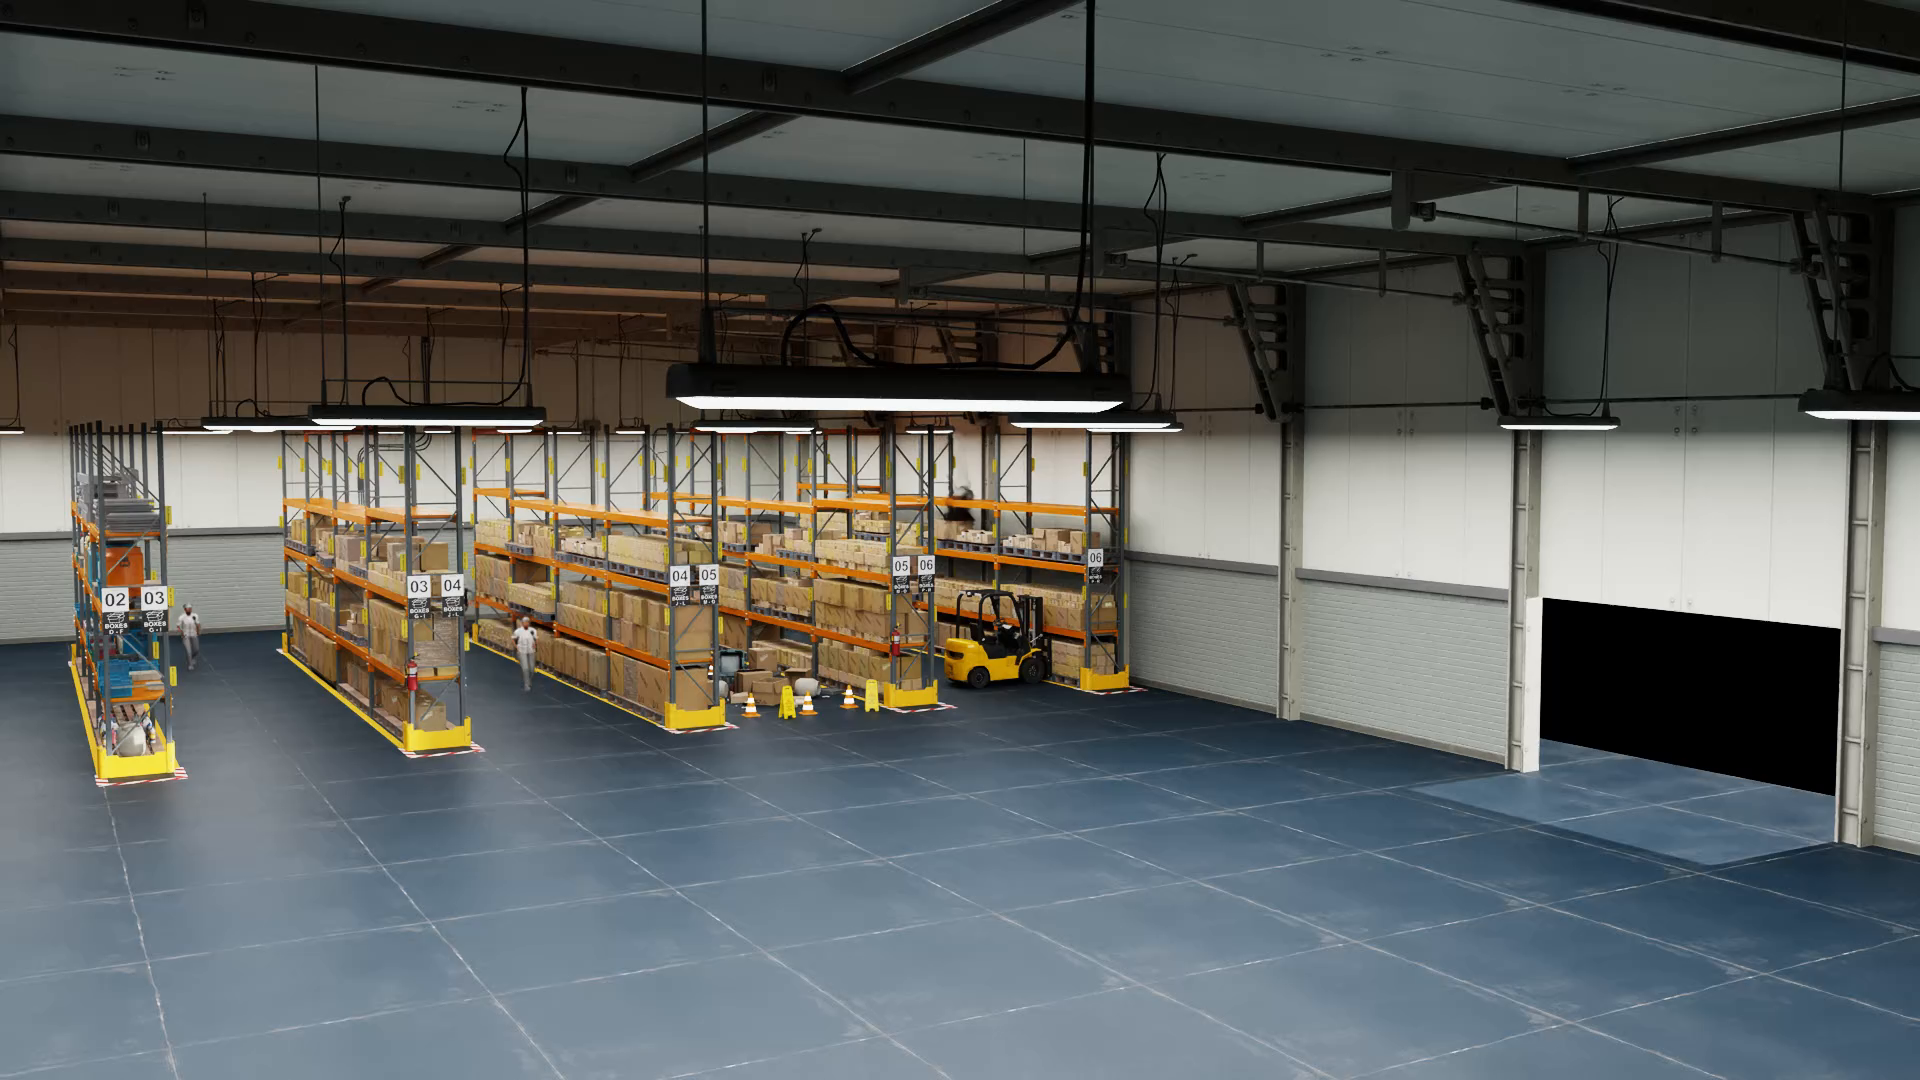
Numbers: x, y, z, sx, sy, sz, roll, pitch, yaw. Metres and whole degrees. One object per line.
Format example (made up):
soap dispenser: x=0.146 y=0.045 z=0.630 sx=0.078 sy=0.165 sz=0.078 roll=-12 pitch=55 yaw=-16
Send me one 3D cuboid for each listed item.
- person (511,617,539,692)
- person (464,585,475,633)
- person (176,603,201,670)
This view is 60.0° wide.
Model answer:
person: x=-9.863 y=2.571 z=37.771 sx=0.613 sy=1.661 sz=0.726 roll=-2 pitch=4 yaw=-27
person: x=-14.220 y=1.937 z=47.491 sx=0.712 sy=1.793 sz=0.688 roll=3 pitch=4 yaw=36
person: x=-18.983 y=2.365 z=40.961 sx=0.555 sy=1.654 sz=0.530 roll=-2 pitch=4 yaw=-34
